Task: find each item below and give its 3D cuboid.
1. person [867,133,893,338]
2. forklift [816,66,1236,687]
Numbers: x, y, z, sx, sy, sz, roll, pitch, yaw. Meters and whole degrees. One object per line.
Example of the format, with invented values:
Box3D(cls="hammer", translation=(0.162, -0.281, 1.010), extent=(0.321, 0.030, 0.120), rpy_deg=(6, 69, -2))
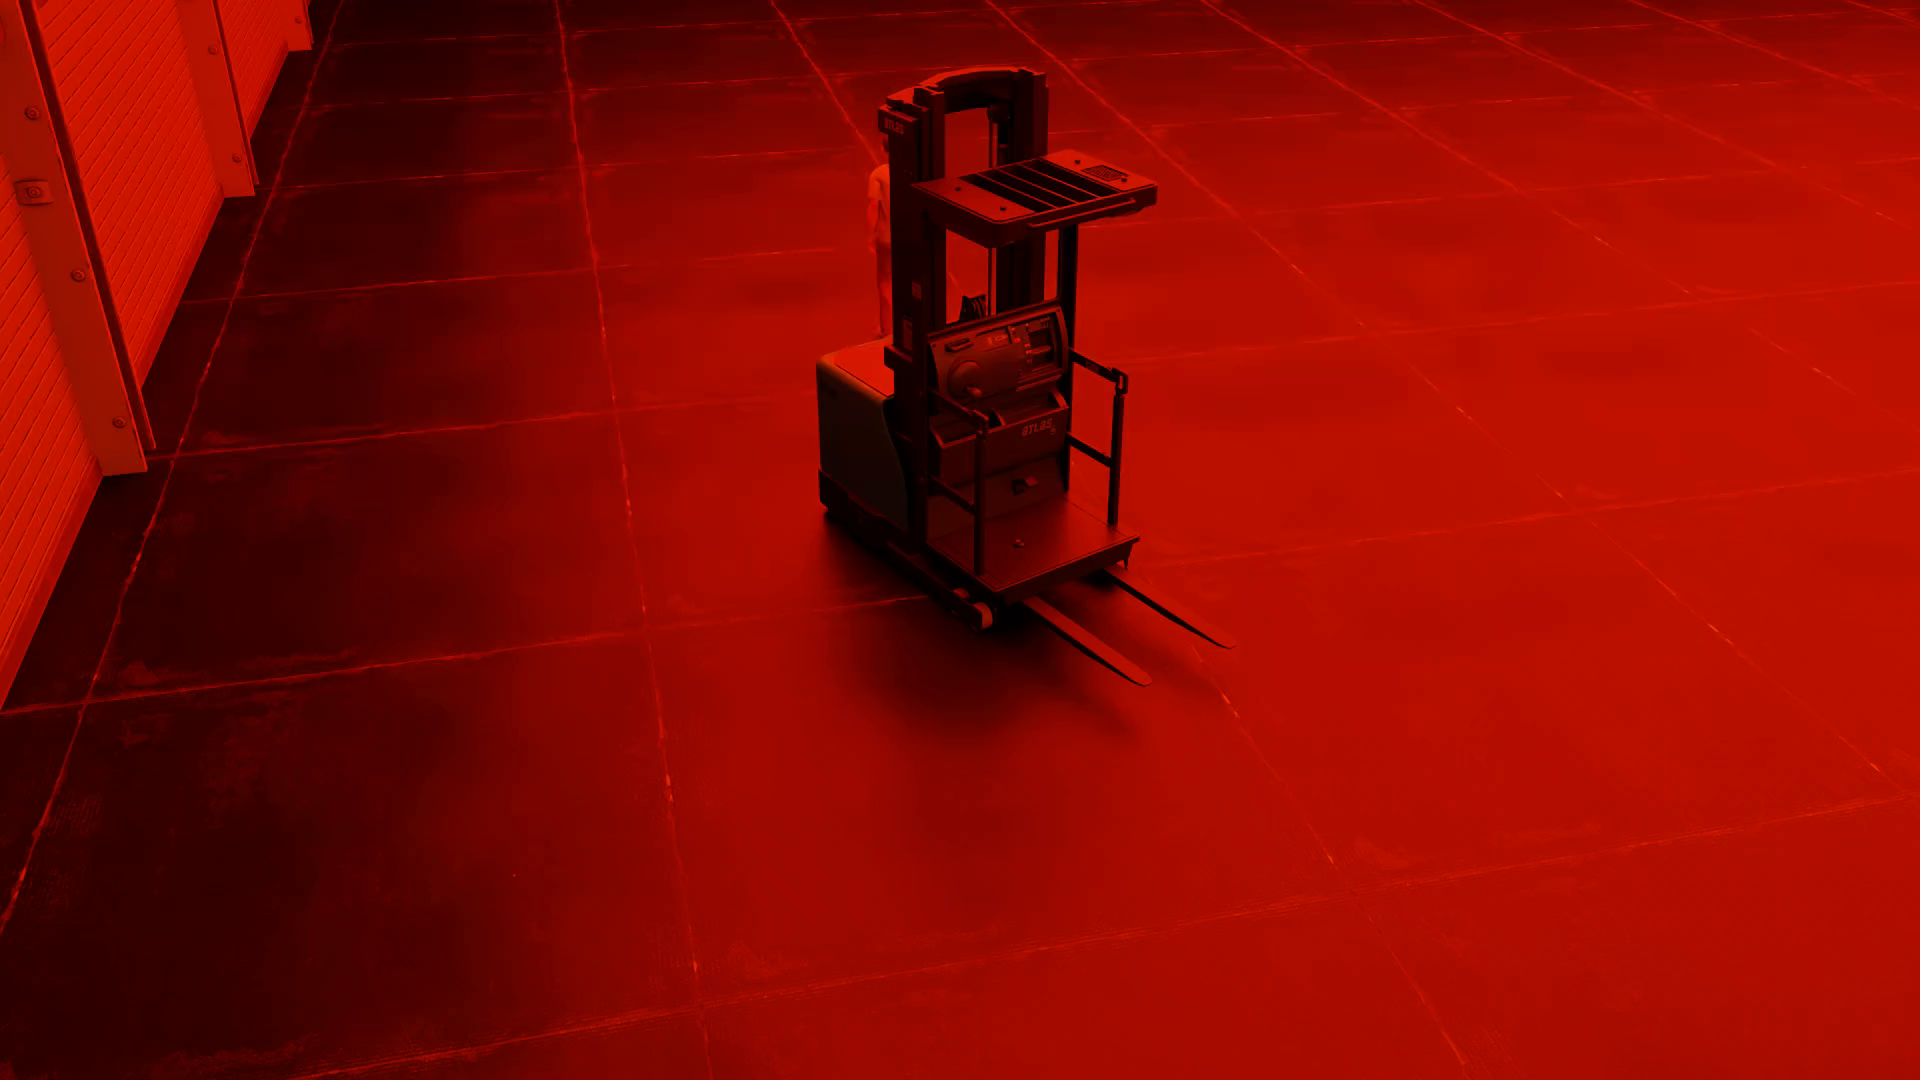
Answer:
Box3D(cls="person", translation=(-0.474, -2.349, 12.891), extent=(0.506, 1.671, 0.365), rpy_deg=(-5, 30, -8))
Box3D(cls="forklift", translation=(0.355, -1.021, 9.338), extent=(1.130, 2.935, 3.031), rpy_deg=(-20, 35, -30))
